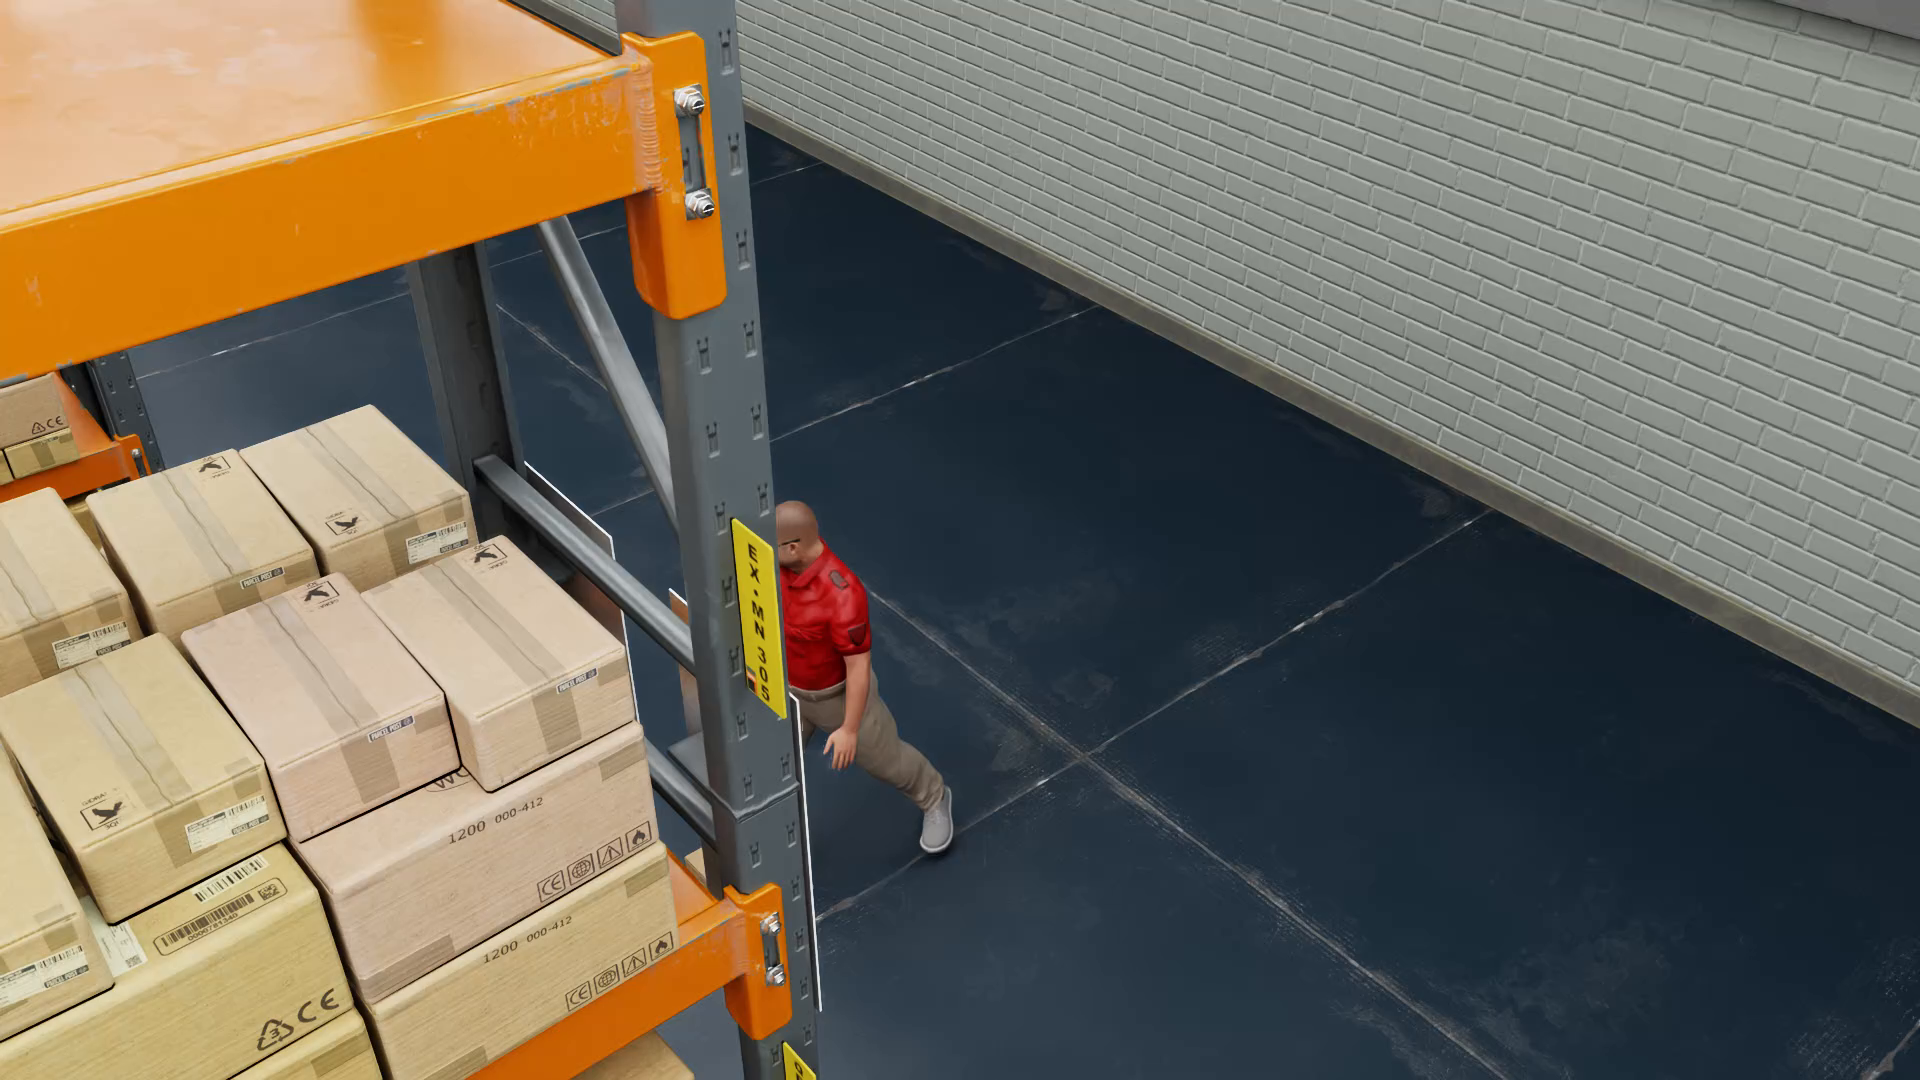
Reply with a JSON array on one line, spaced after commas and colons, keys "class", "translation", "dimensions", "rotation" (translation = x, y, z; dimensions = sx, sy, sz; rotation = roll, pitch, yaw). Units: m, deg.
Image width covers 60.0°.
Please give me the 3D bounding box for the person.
[{"class": "person", "translation": [-0.488, 0.574, 6.297], "dimensions": [0.949, 1.691, 0.658], "rotation": [-30, 45, -35]}]
